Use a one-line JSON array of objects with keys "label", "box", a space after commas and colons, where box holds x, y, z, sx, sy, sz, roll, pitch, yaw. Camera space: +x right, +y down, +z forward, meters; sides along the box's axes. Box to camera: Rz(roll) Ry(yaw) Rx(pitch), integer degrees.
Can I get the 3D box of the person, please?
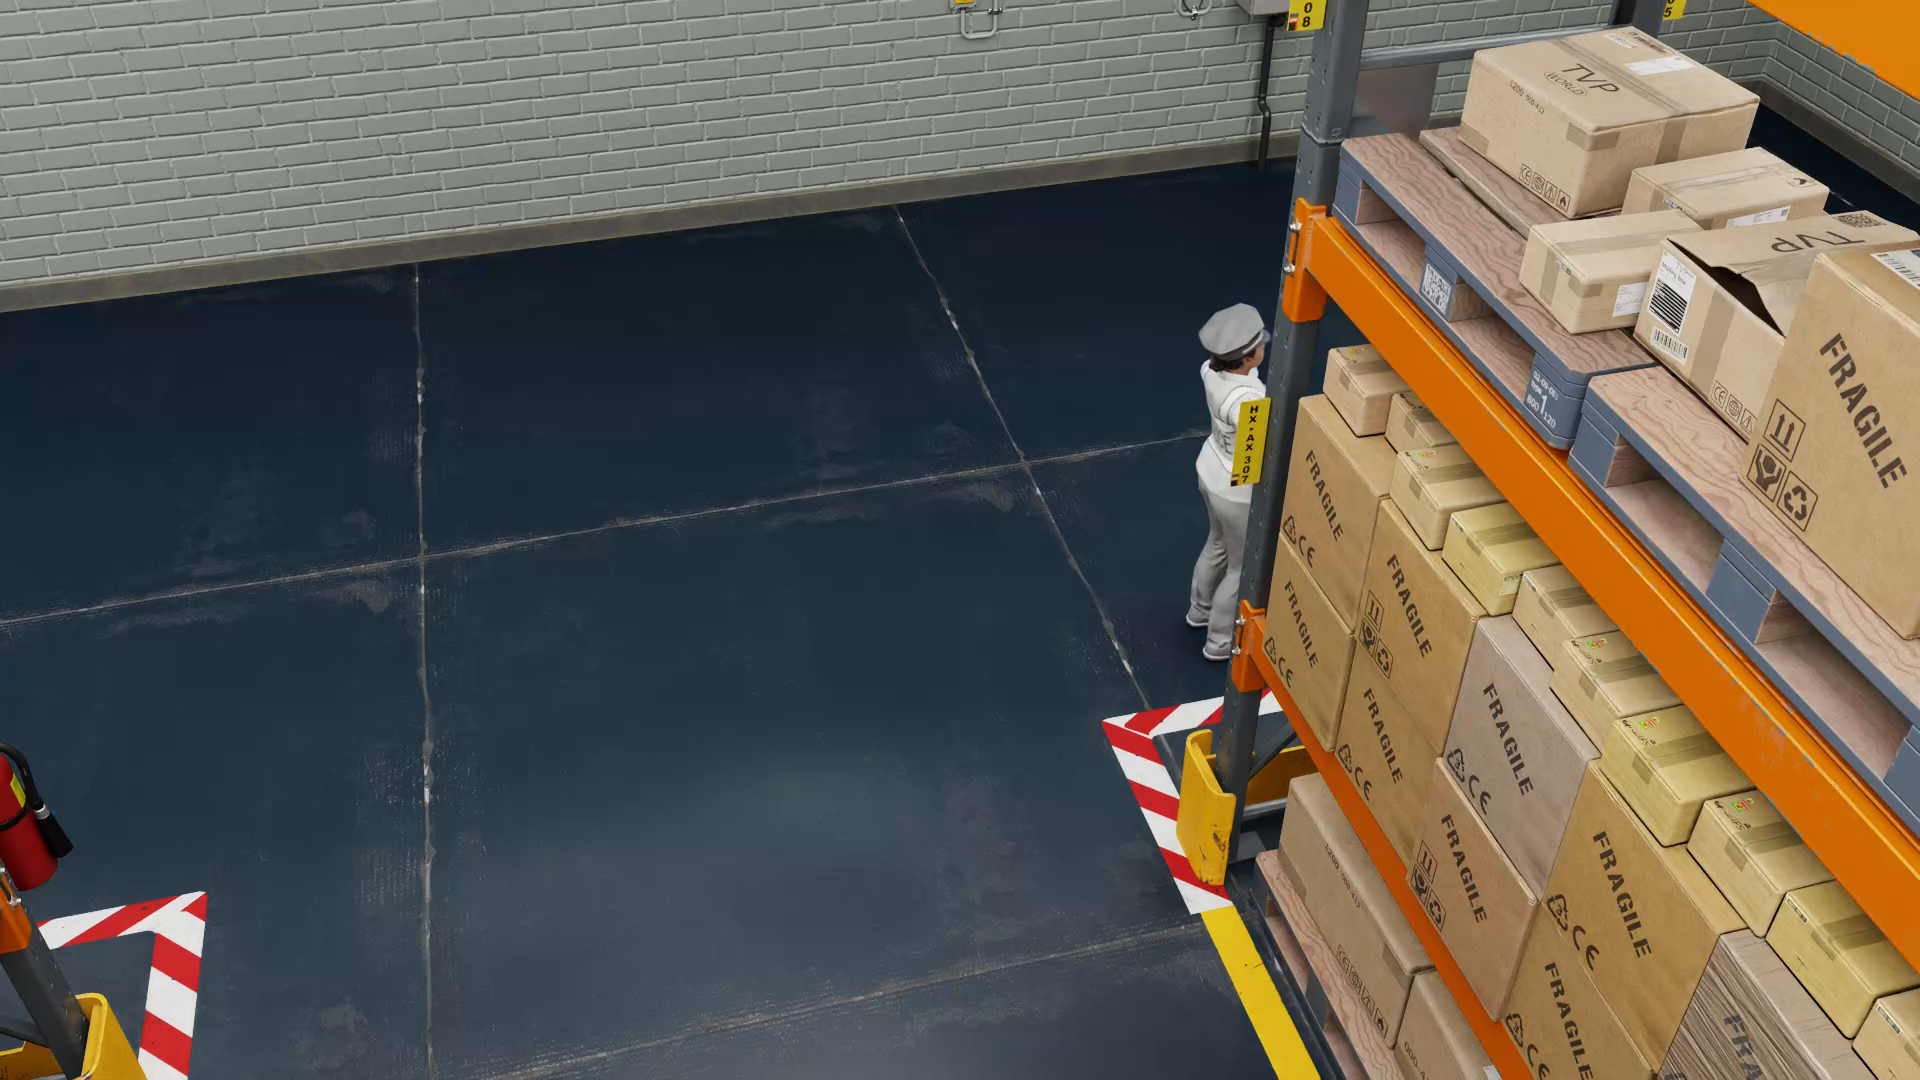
[{"label": "person", "box": [1.224, -0.238, 6.994, 0.556, 1.686, 0.459, -9, 39, -11]}]
